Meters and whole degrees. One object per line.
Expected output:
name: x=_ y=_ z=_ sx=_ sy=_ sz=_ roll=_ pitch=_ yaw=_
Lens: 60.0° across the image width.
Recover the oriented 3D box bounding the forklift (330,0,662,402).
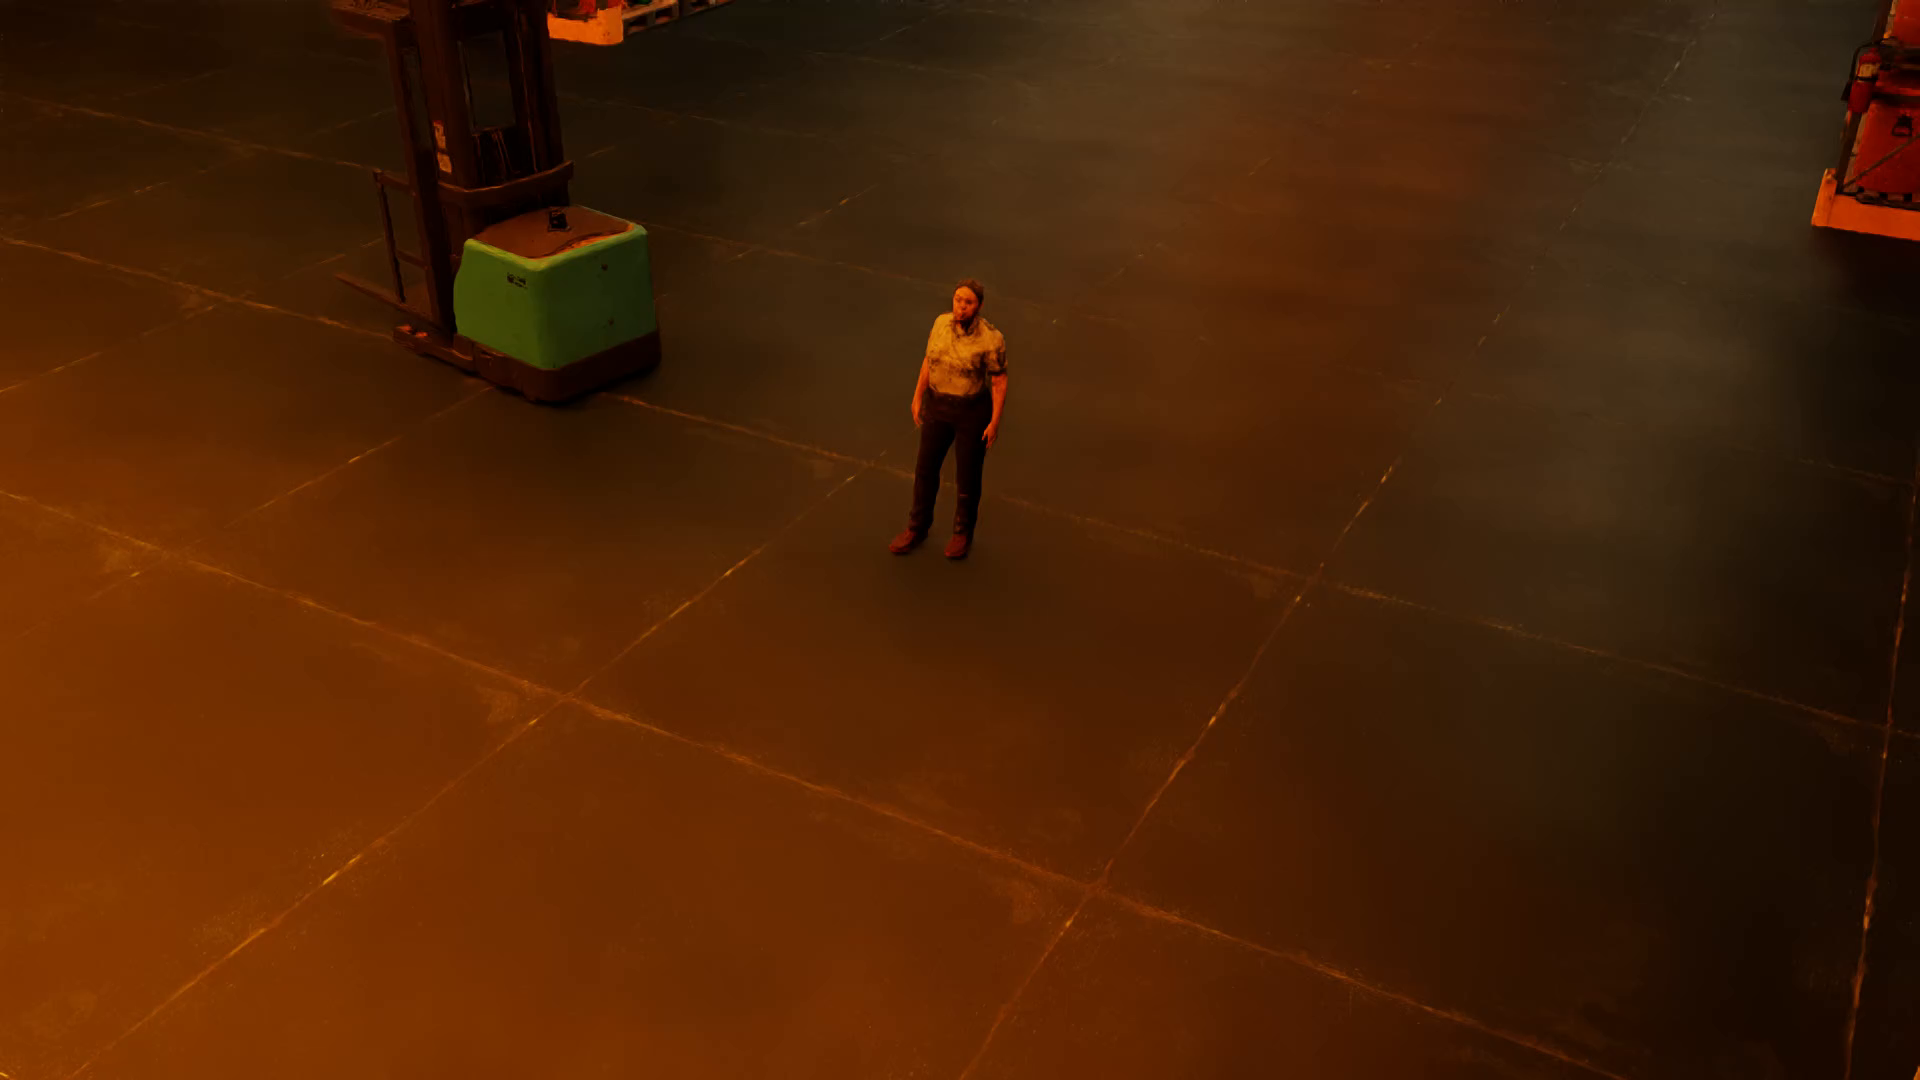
forklift: x=-3.629 y=-2.835 z=11.982 sx=3.031 sy=2.935 sz=1.130 roll=23 pitch=37 yaw=34

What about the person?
person: x=-0.063 y=-0.681 z=9.531 sx=0.599 sy=1.640 sz=0.502 roll=15 pitch=33 yaw=25
